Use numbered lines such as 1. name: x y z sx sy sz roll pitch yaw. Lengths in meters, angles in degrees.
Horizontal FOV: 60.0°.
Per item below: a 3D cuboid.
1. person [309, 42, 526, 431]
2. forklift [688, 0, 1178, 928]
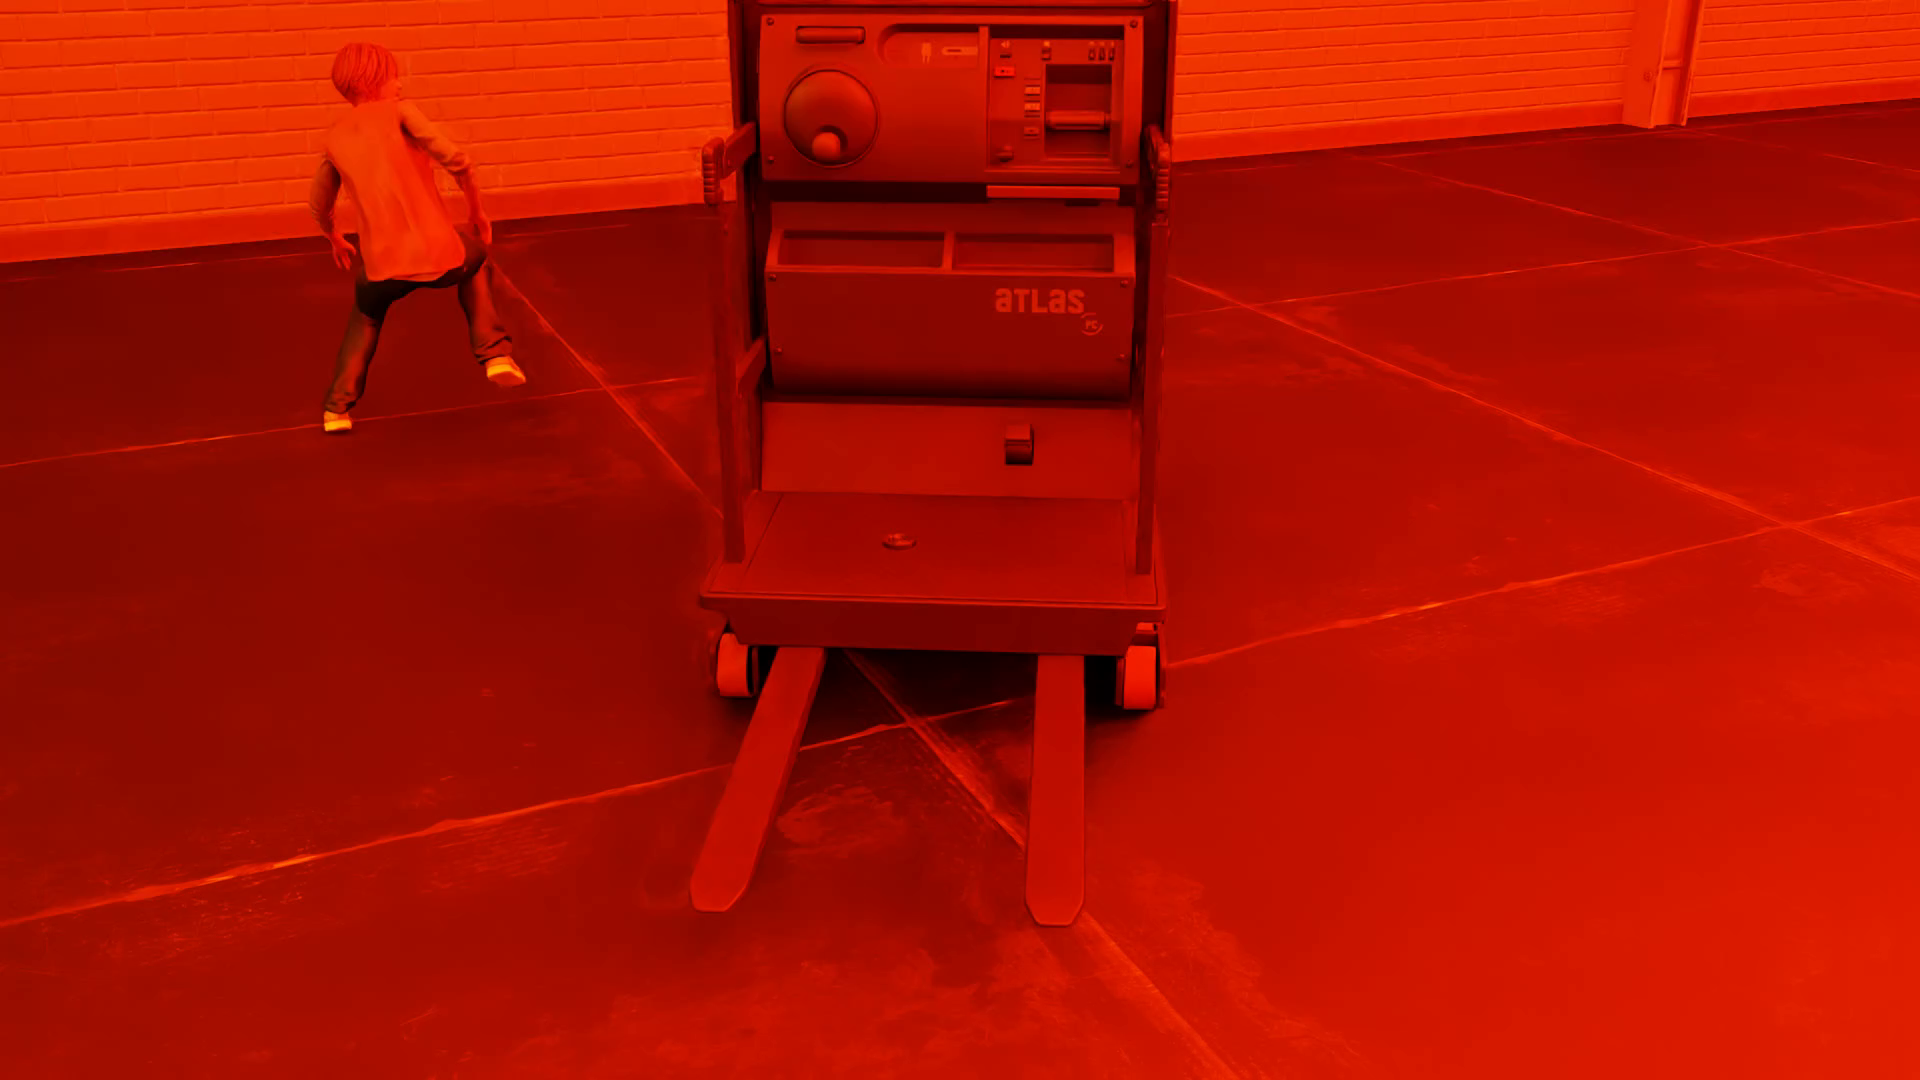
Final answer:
1. person: -1.989 -1.054 5.940 0.722 1.384 0.603 -2 23 -4
2. forklift: -0.037 -1.063 3.844 1.130 2.935 3.031 2 23 4
